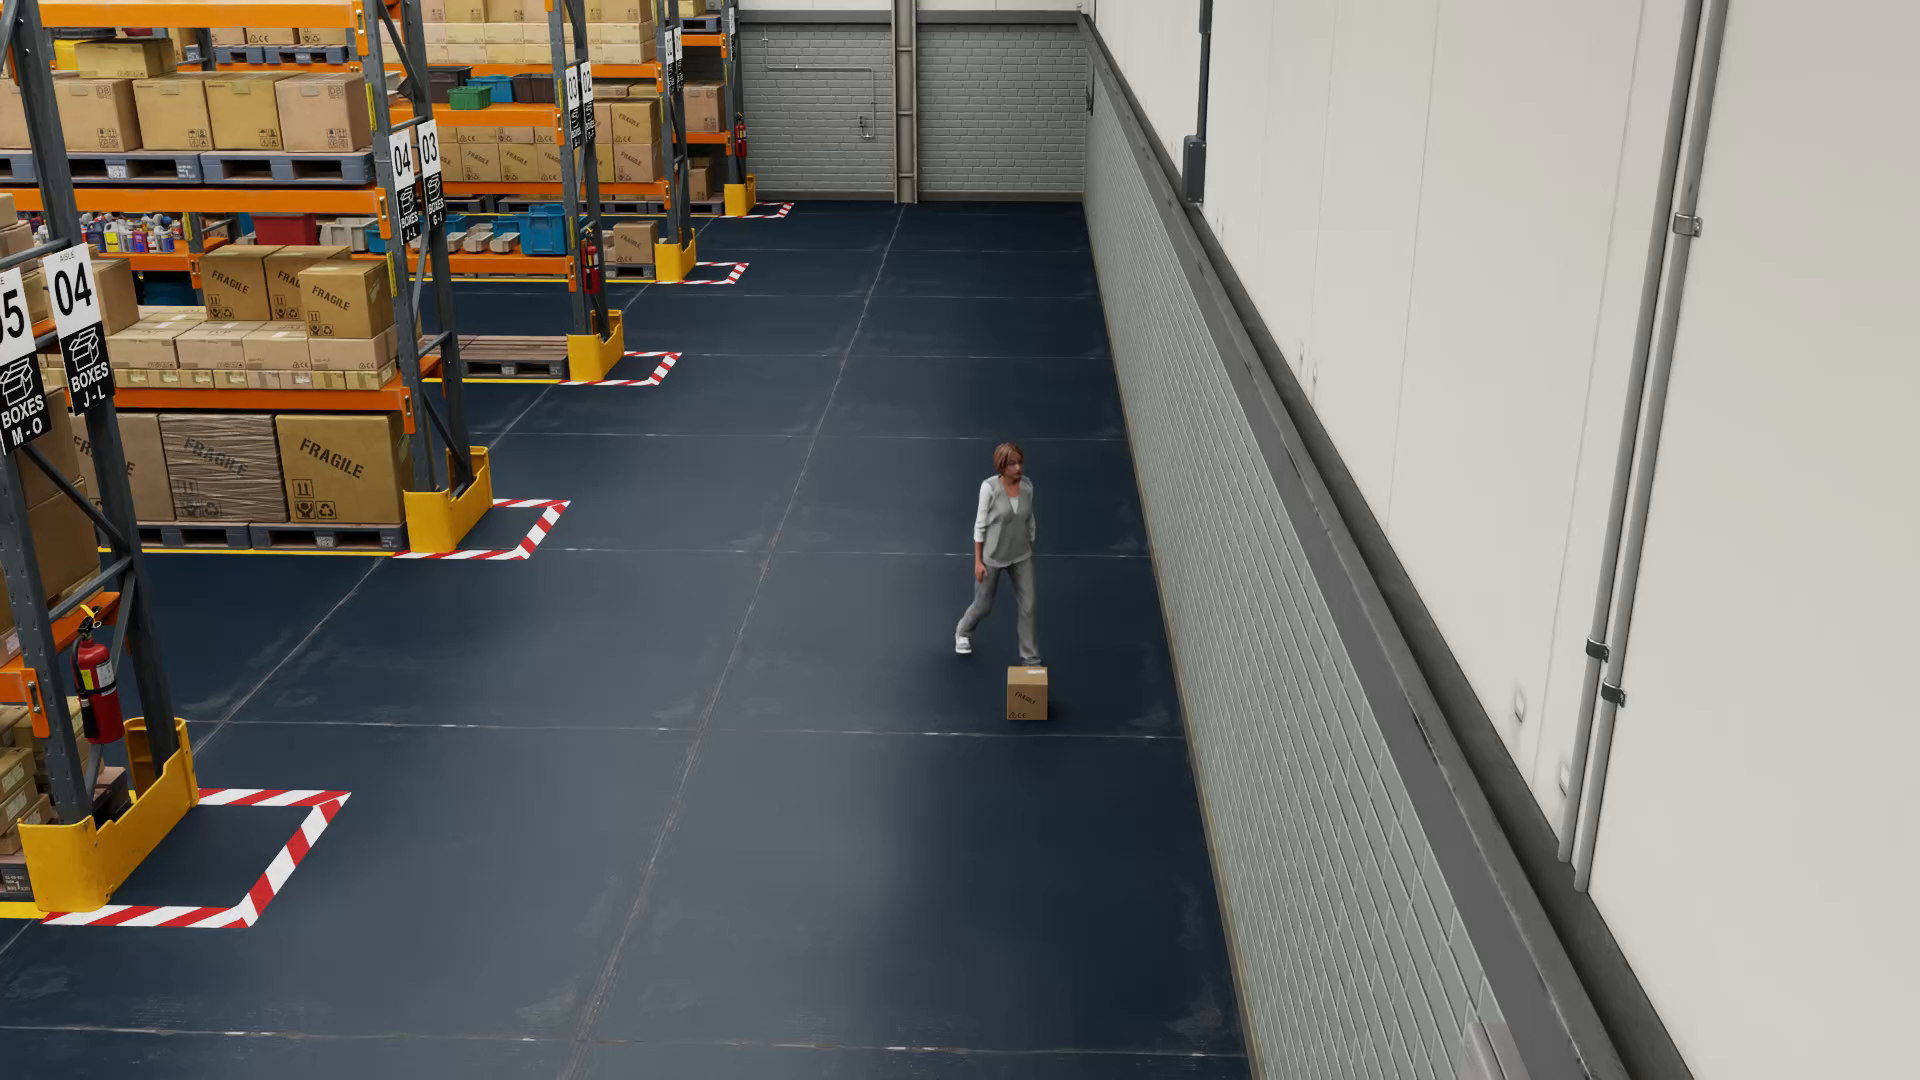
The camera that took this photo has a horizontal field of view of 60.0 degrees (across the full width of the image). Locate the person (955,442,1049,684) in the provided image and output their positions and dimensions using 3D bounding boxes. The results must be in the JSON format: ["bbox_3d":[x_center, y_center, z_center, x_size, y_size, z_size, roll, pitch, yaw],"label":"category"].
[{"bbox_3d":[0.279,0.119,10.754,0.473,1.564,0.809,-8,22,-20],"label":"person"}]
